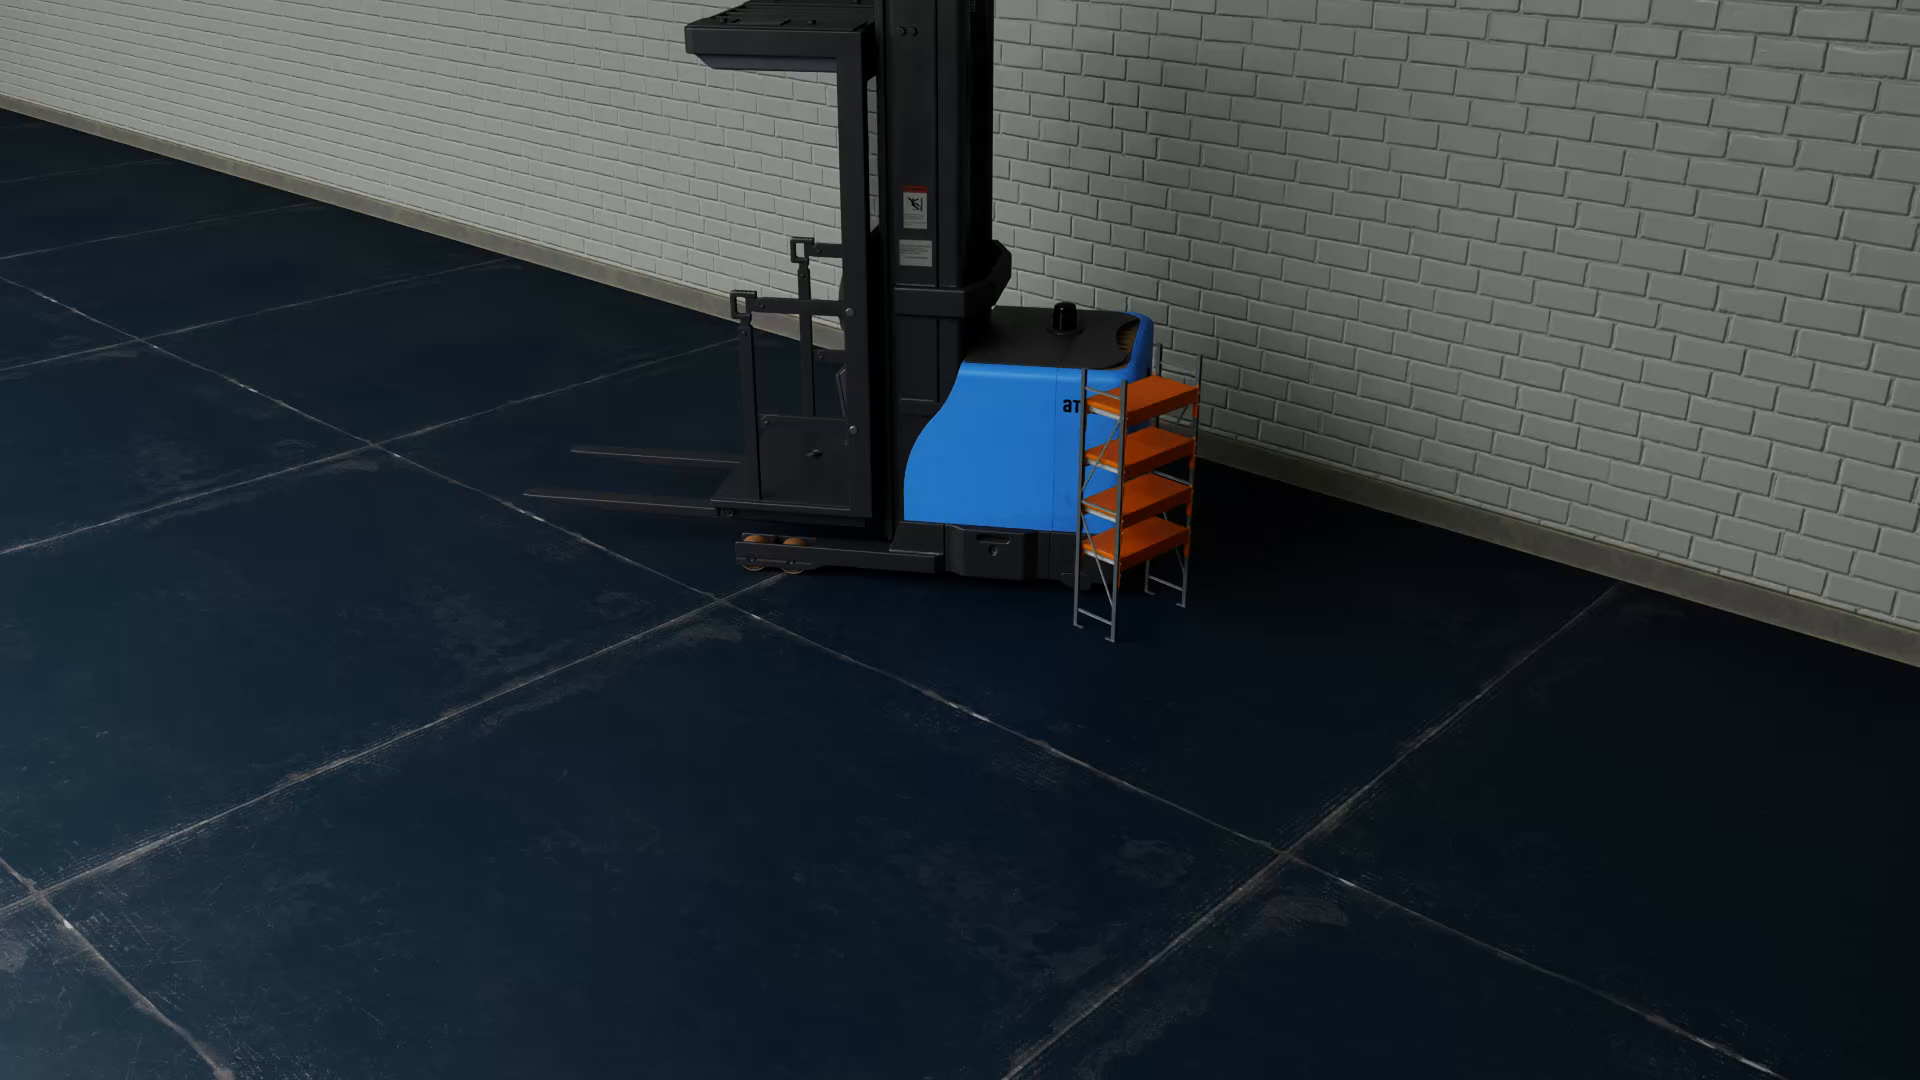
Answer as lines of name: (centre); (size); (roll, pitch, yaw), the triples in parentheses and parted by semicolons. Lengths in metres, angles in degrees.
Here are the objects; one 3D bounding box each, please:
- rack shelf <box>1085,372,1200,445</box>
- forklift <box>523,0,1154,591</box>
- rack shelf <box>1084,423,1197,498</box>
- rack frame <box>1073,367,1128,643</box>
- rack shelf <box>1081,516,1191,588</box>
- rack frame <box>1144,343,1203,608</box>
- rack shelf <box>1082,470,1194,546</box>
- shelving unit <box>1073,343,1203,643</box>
rack shelf: (0.769, -0.564, 7.080); (0.480, 0.148, 0.258); (-22, 32, -39)
forklift: (-0.613, -1.383, 7.752); (3.031, 2.935, 1.130); (4, 25, 9)
rack shelf: (0.769, -0.348, 7.177); (0.480, 0.148, 0.258); (-22, 32, -39)
rack frame: (0.594, -0.136, 7.086); (0.015, 1.200, 0.240); (-22, 32, -39)
rack shelf: (0.769, 0.038, 7.349); (0.480, 0.148, 0.258); (-22, 32, -39)
rack frame: (0.944, -0.274, 7.396); (0.015, 1.200, 0.240); (-22, 32, -39)
rack shelf: (0.769, -0.144, 7.268); (0.480, 0.148, 0.258); (-22, 32, -39)
shelving unit: (0.769, -0.205, 7.241); (0.503, 1.200, 0.258); (-22, 32, -39)
